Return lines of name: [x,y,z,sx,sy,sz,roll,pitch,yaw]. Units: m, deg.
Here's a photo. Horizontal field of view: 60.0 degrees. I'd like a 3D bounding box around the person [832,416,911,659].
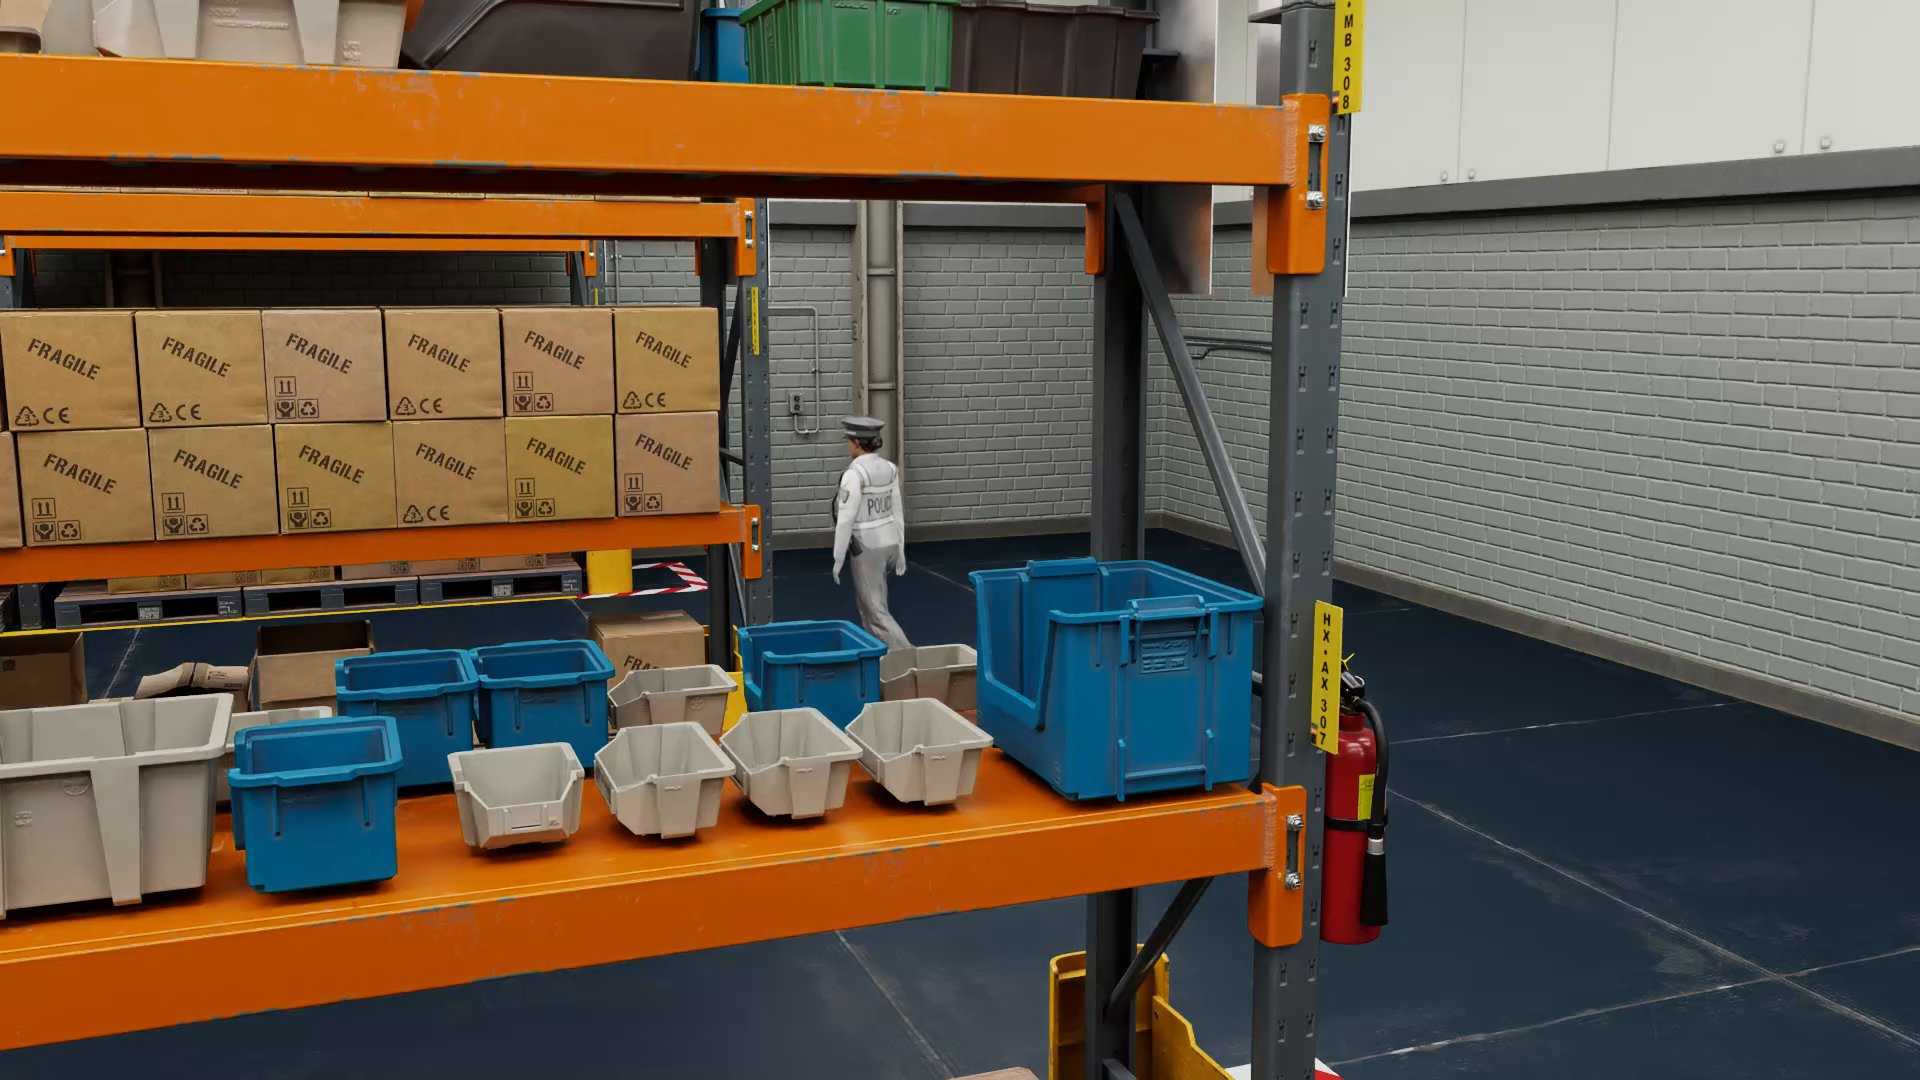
person: [-0.472,0.082,9.901,0.764,1.624,0.549,5,10,31]
